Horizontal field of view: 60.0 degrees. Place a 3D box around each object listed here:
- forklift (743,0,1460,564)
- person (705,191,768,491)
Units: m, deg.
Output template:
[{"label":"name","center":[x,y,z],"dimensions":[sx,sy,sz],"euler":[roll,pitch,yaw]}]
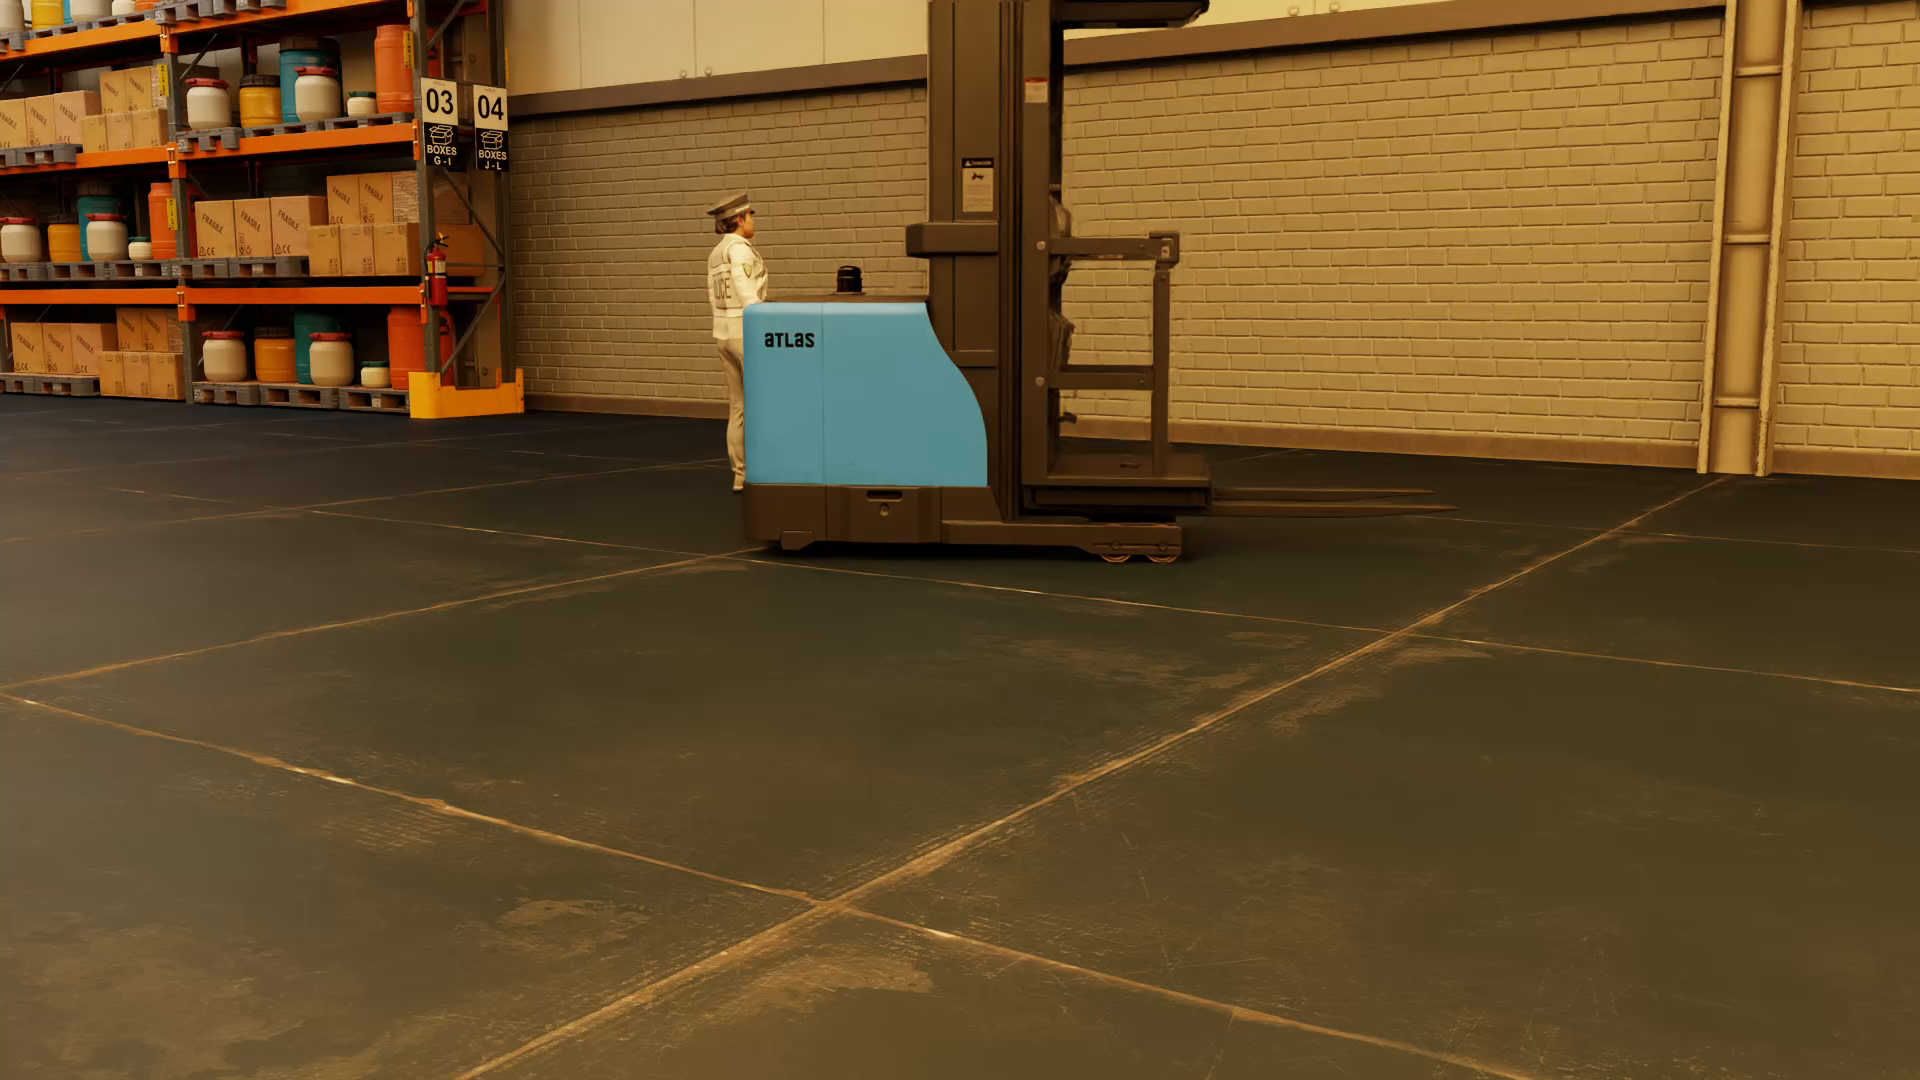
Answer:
[{"label":"forklift","center":[0.619,-1.430,7.252],"dimensions":[3.031,2.935,1.130],"euler":[1,8,6]},{"label":"person","center":[-1.158,-1.122,9.460],"dimensions":[0.519,1.697,0.594],"euler":[-5,10,-32]}]
